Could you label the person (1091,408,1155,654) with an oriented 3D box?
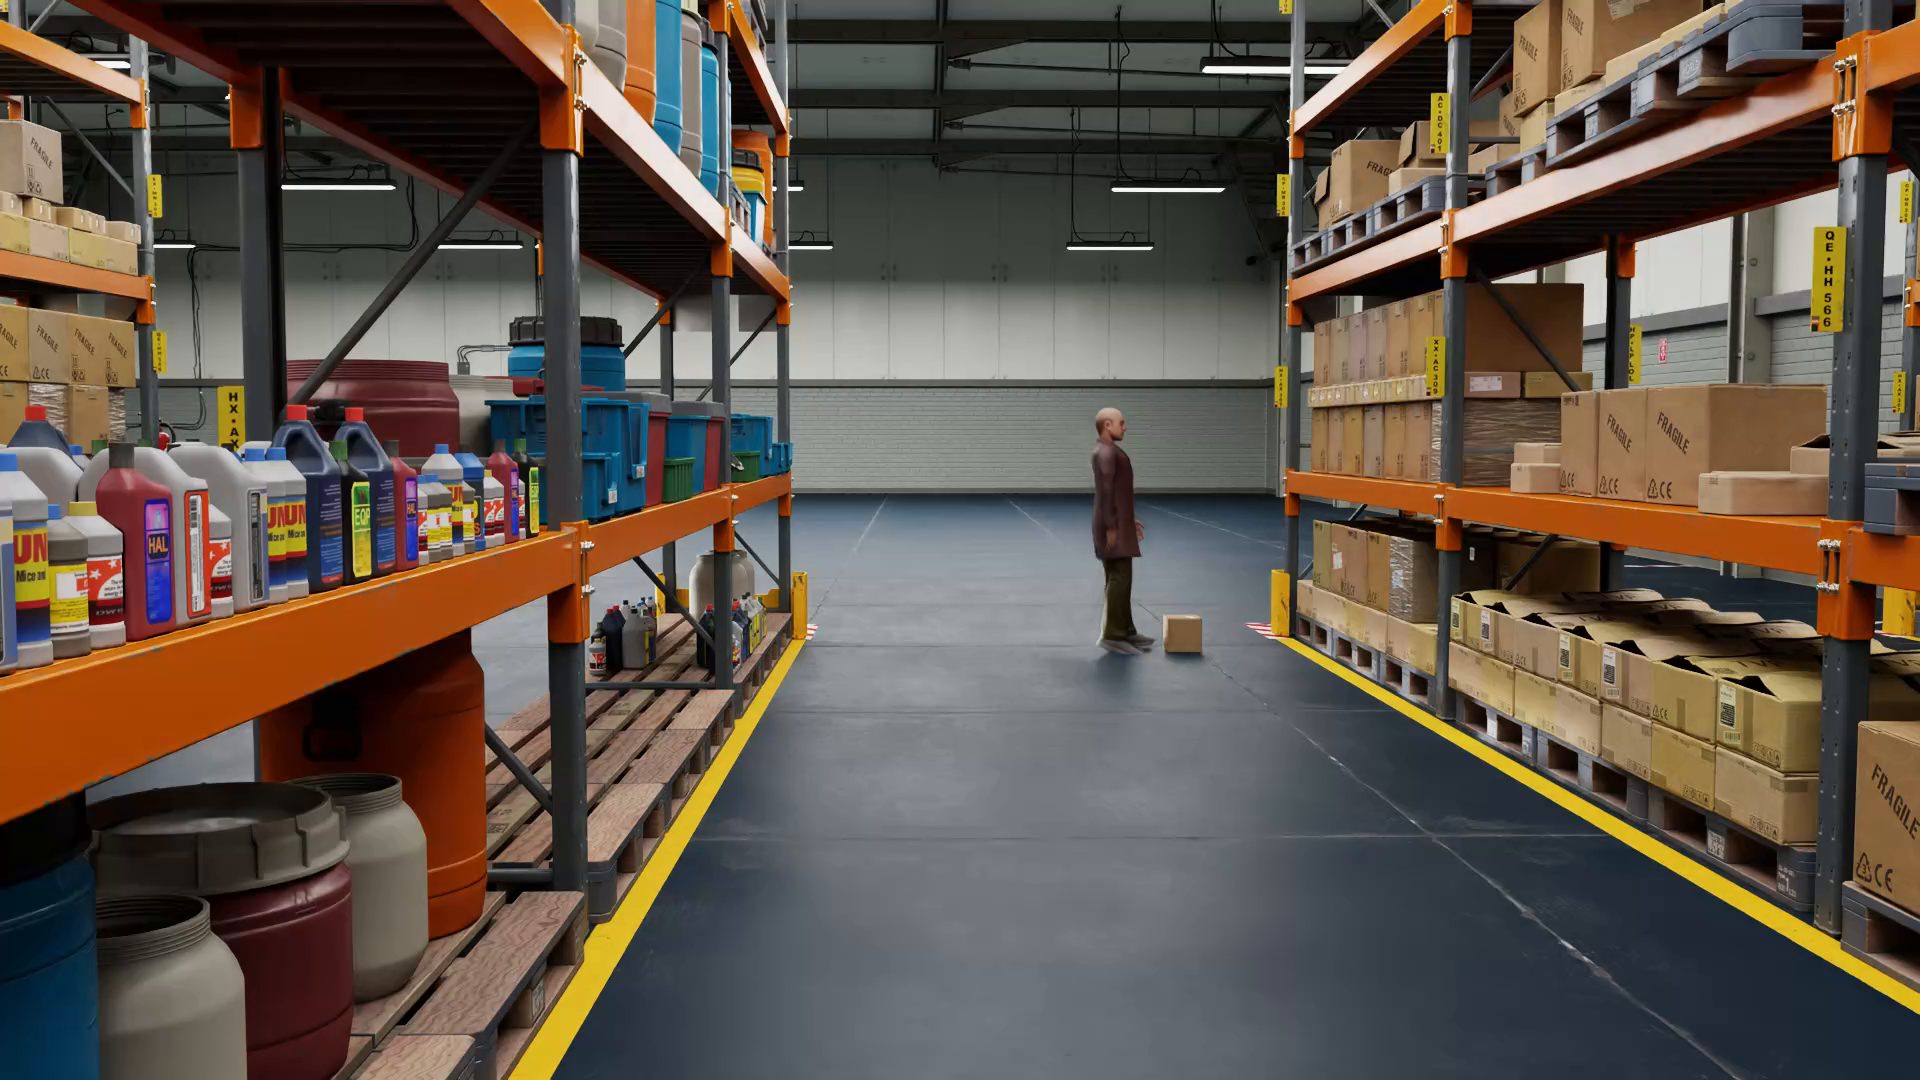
[{"bbox_3d":[1.213,-0.055,12.274,0.500,1.838,0.589,0,4,-1],"label":"person"}]
